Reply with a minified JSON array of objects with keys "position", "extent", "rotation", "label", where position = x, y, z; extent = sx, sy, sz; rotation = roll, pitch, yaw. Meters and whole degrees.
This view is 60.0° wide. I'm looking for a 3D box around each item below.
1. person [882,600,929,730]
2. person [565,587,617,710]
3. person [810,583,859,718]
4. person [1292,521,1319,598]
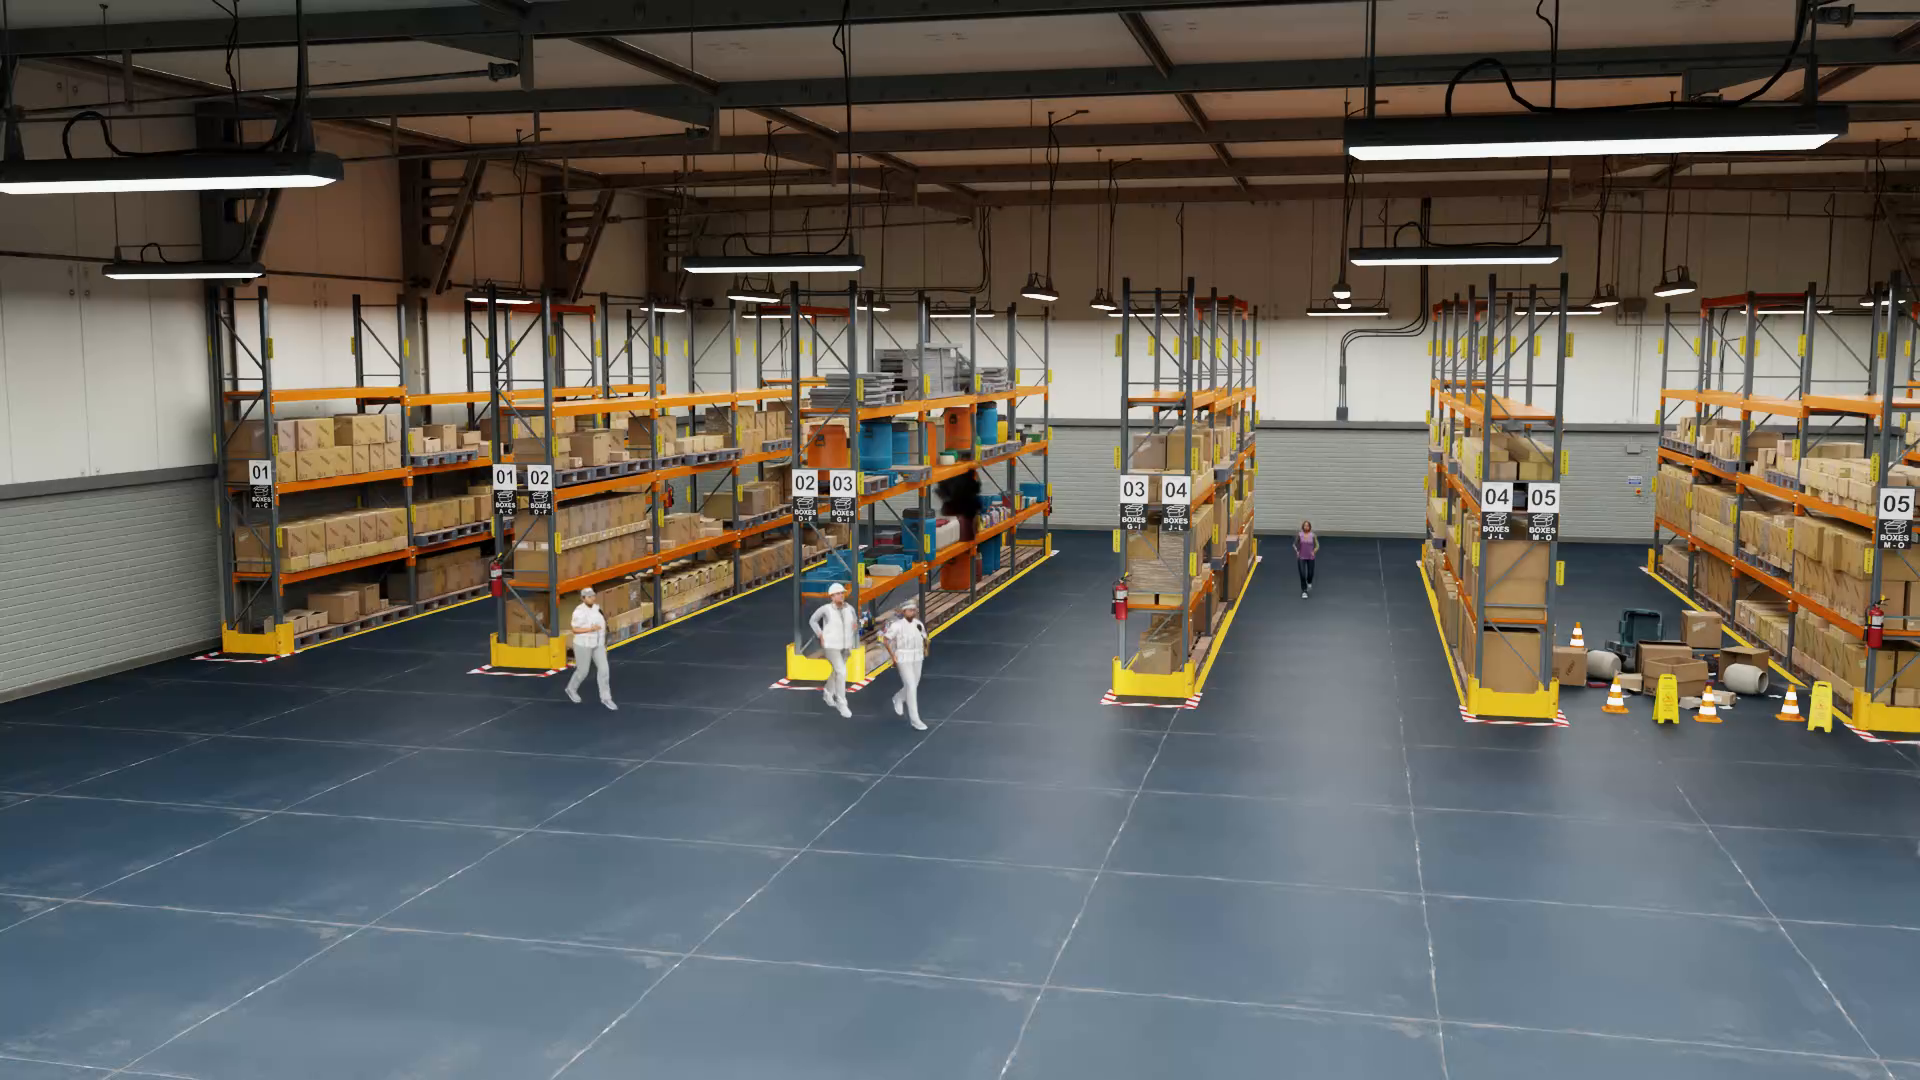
[{"position":[-0.699,1.618,22.150],"extent":[0.597,1.687,0.906],"rotation":[-5,8,-34],"label":"person"},{"position":[-5.174,1.500,23.198],"extent":[0.874,1.691,0.598],"rotation":[5,8,38],"label":"person"},{"position":[-1.687,1.481,22.876],"extent":[0.649,1.802,0.804],"rotation":[-5,8,-39],"label":"person"},{"position":[6.976,0.381,33.572],"extent":[0.533,1.548,0.563],"rotation":[1,7,11],"label":"person"}]
